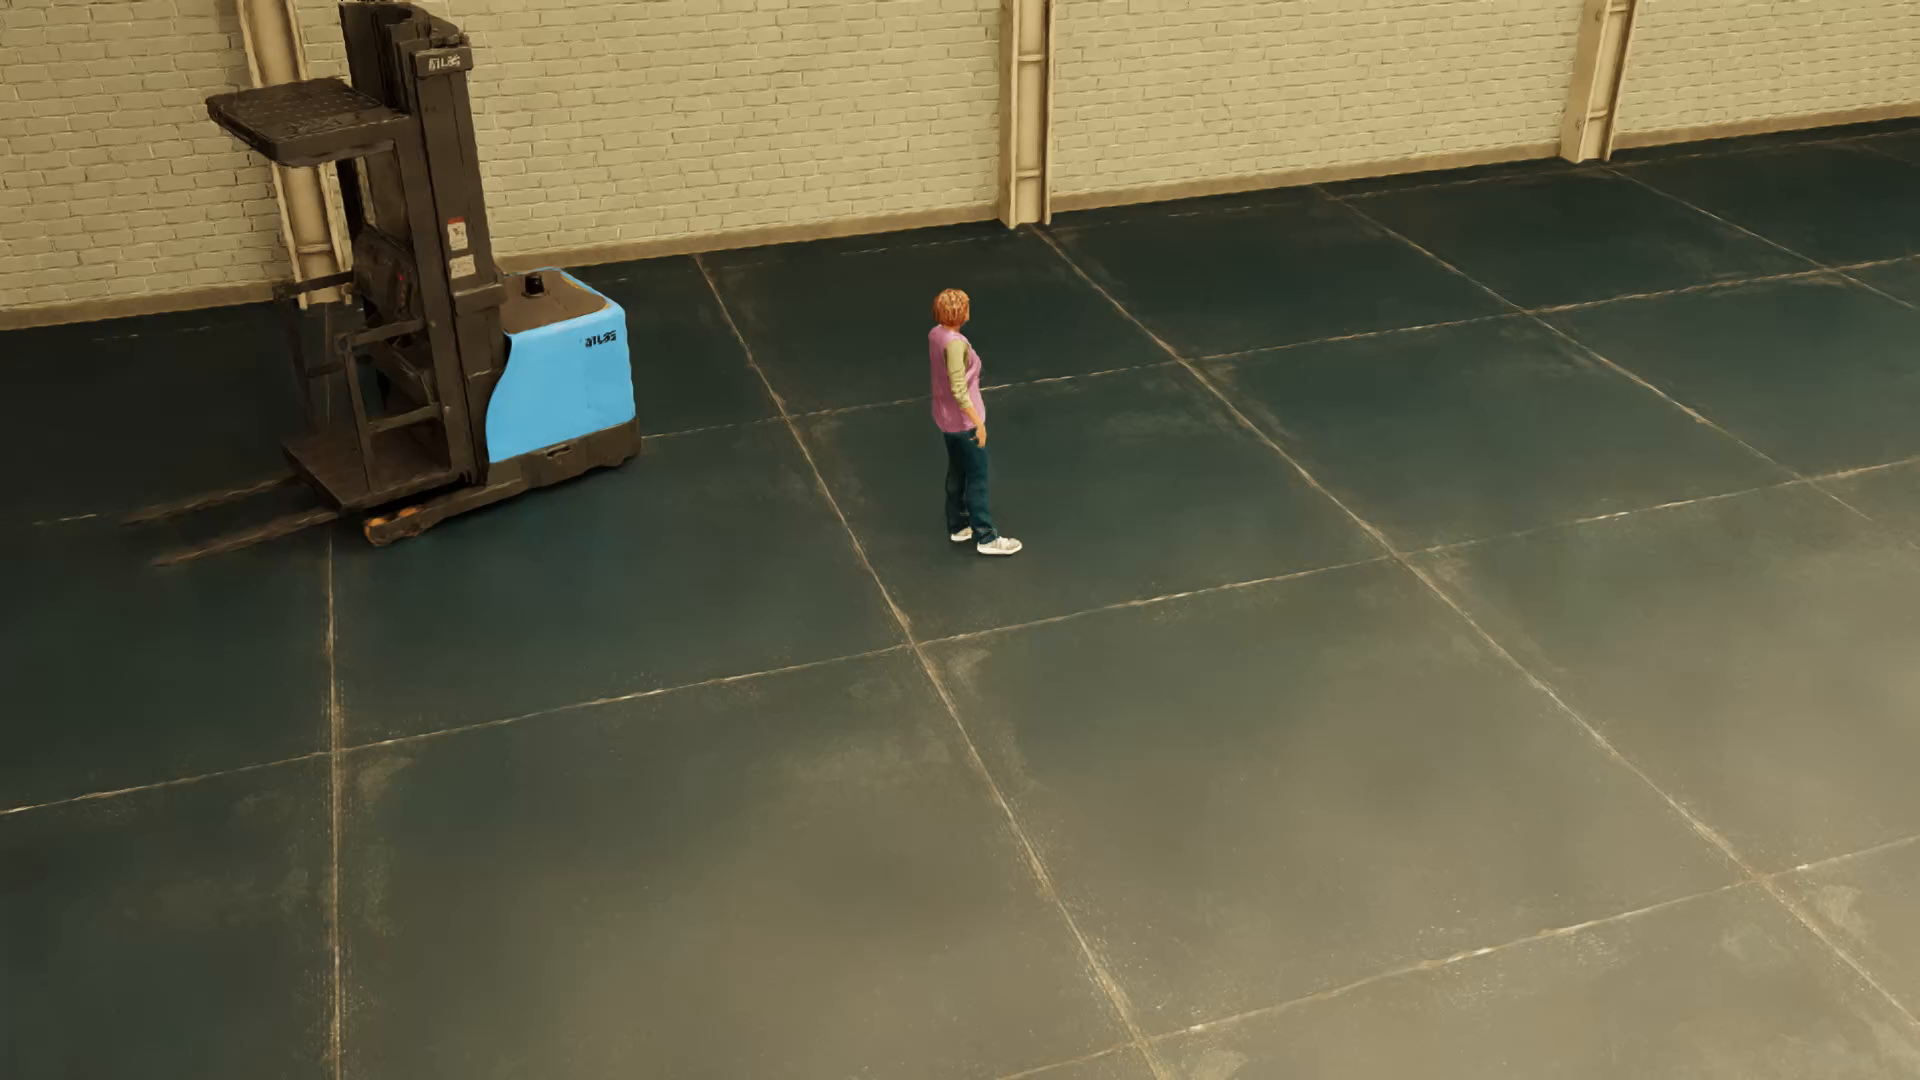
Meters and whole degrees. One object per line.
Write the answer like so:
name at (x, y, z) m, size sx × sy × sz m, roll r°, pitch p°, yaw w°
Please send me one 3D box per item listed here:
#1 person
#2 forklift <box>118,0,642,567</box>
person at (0.075, -0.704, 9.633) m, size 0.474 × 1.597 × 0.520 m, roll -10°, pitch 31°, yaw -16°
forklift at (-3.560, -1.529, 9.745) m, size 3.031 × 2.935 × 1.130 m, roll -22°, pitch 36°, yaw -33°
